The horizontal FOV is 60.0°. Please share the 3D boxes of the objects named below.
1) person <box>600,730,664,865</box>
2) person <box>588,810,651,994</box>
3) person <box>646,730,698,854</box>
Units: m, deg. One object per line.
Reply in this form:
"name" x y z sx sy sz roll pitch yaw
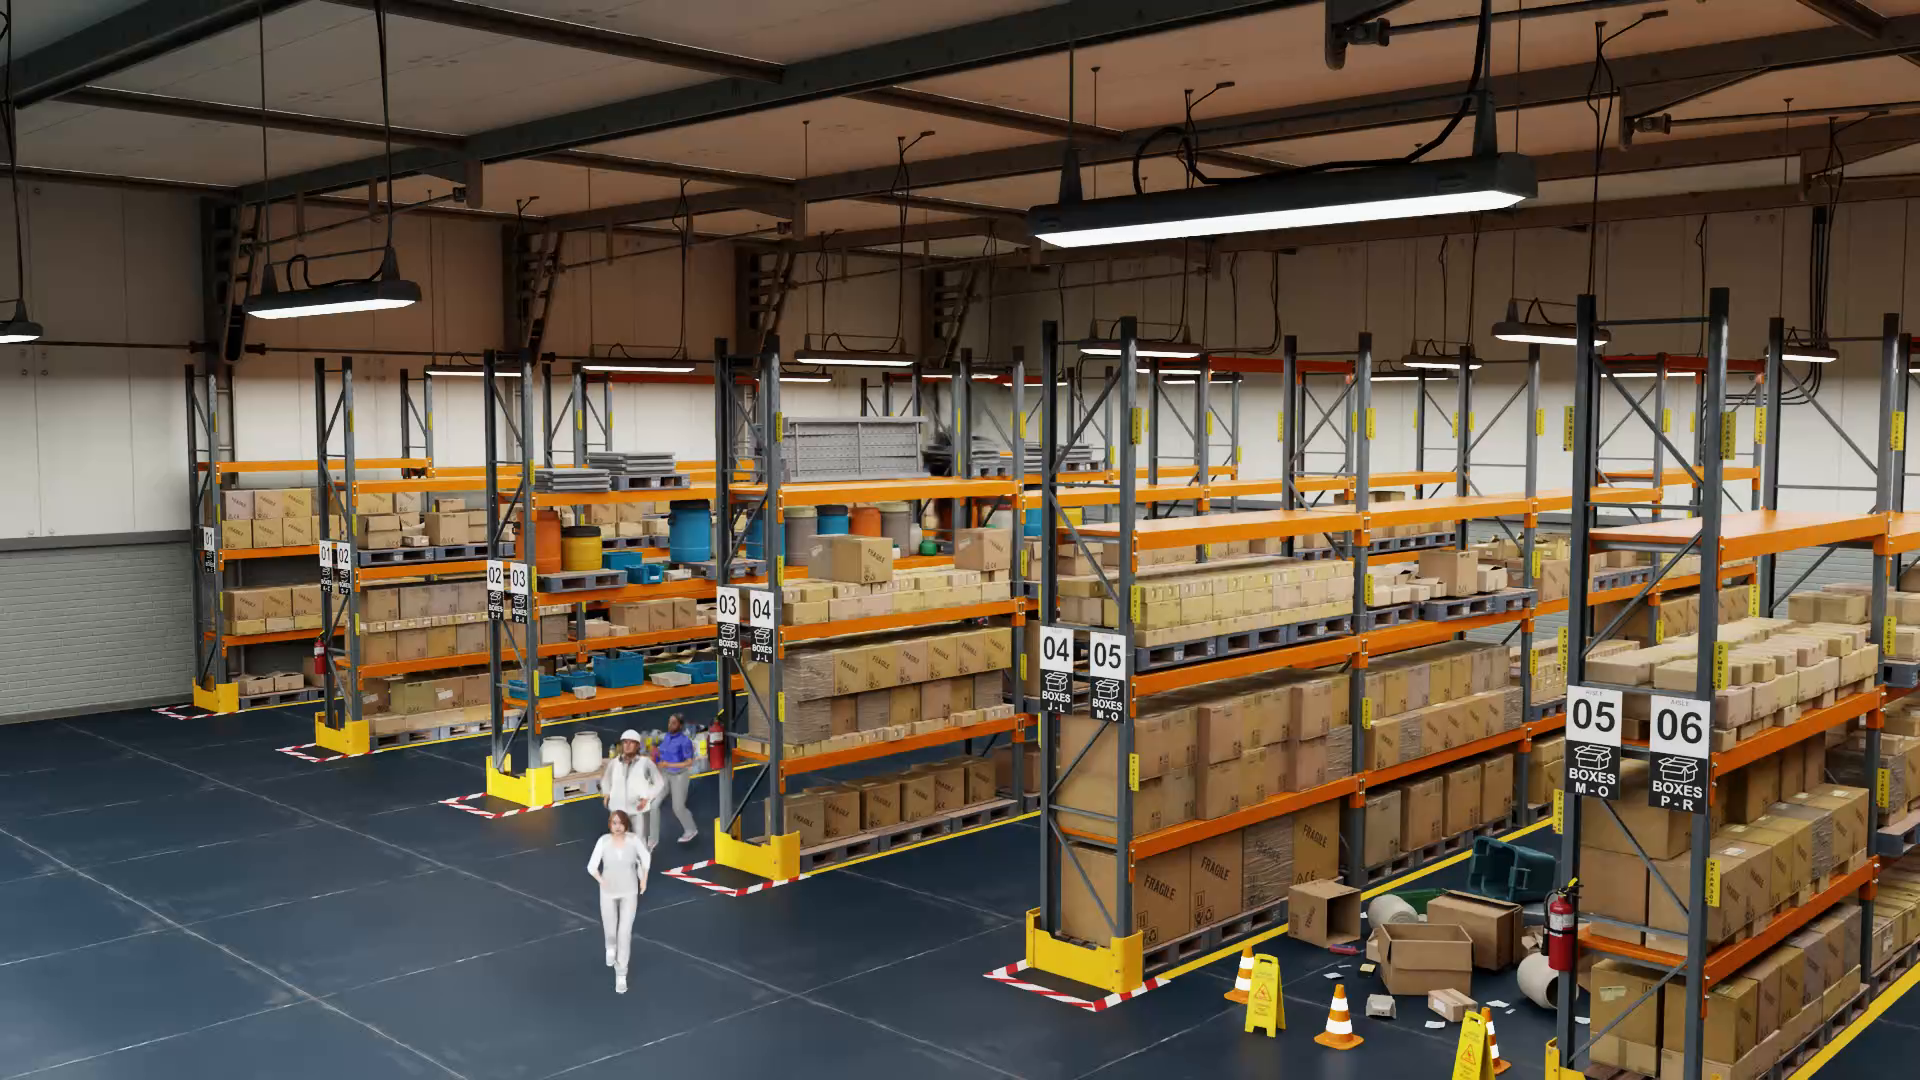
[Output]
"person" -3.573 2.895 18.063 0.703 1.677 0.552 0 4 -1
"person" -3.086 3.223 15.101 0.565 1.602 0.730 -1 4 -12
"person" -3.342 2.961 19.643 0.547 1.489 0.772 3 5 34
